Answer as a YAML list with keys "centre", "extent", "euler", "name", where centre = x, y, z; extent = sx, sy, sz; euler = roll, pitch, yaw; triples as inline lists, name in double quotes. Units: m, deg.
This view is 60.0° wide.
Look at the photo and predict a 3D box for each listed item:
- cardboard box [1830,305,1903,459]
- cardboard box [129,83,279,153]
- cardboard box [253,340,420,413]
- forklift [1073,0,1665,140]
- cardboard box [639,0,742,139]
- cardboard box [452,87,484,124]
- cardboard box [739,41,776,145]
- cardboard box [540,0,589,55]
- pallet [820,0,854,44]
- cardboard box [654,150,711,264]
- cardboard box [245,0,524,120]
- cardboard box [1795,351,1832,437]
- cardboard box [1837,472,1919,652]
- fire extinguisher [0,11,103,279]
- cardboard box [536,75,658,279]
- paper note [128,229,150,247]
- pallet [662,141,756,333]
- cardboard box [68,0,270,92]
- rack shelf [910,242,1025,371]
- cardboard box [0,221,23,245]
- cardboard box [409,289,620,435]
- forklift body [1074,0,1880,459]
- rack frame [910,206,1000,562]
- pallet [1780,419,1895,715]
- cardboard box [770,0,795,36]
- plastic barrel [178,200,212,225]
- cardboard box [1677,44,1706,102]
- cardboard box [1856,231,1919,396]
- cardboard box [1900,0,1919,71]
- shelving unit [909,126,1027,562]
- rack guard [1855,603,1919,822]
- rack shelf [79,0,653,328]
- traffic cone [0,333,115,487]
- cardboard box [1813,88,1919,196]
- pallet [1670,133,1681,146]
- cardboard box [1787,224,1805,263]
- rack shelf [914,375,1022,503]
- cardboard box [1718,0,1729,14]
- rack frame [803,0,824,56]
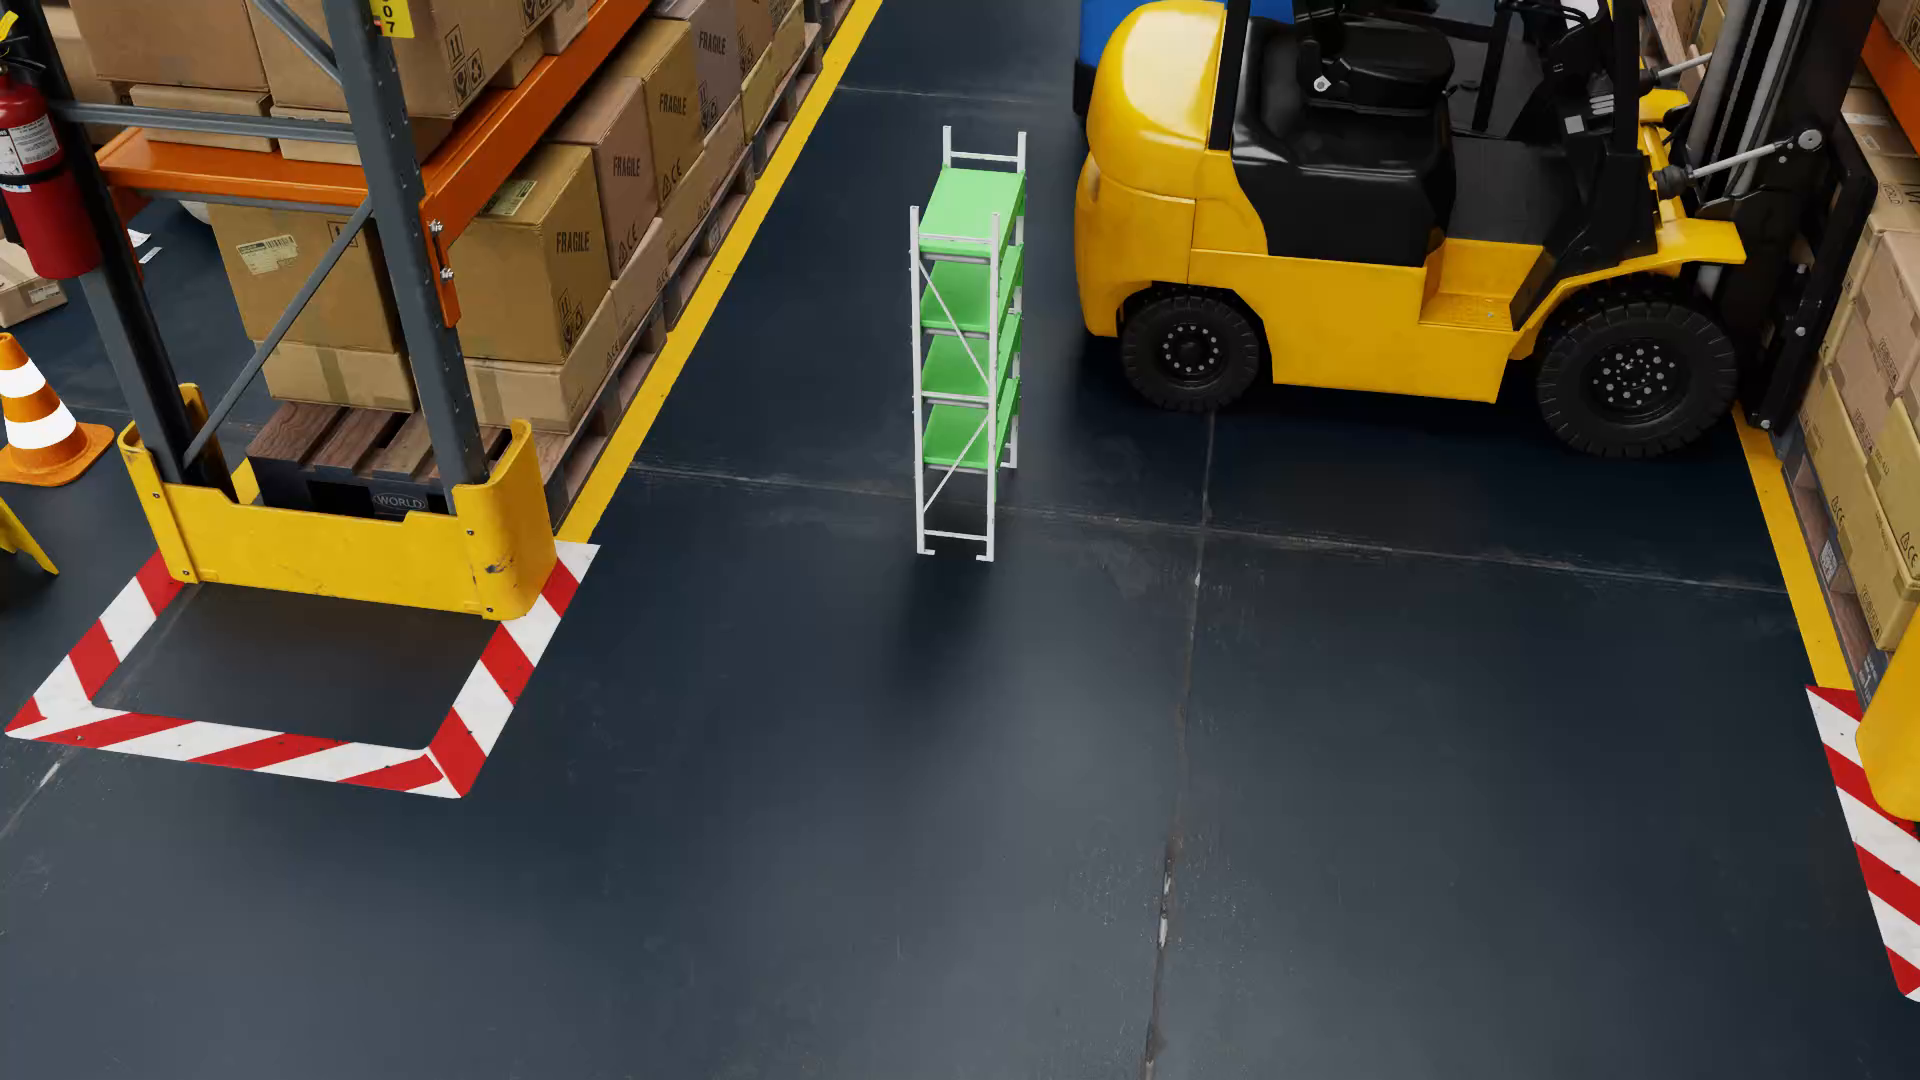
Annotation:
- centre: [2.902, -0.436, 4.860]
  extent: [0.500, 0.250, 0.500]
  euler: [6, 40, 7]
  name: "cardboard box"
- centre: [-2.007, -1.195, 4.538]
  extent: [0.380, 0.149, 0.250]
  euler: [8, 40, 9]
  name: "cardboard box"
- centre: [-1.982, -0.687, 5.555]
  extent: [0.500, 0.250, 0.500]
  euler: [6, 40, 7]
  name: "cardboard box"
- centre: [2.063, -2.856, 6.404]
  extent: [3.031, 2.935, 1.130]
  euler: [17, 43, 20]
  name: "forklift"
- centre: [-1.180, -1.894, 6.426]
  extent: [0.500, 0.500, 0.500]
  euler: [8, 40, 10]
  name: "cardboard box"
- centre: [-1.569, -1.287, 4.649]
  extent: [0.380, 0.149, 0.250]
  euler: [7, 40, 8]
  name: "cardboard box"
- centre: [-1.088, -1.910, 7.034]
  extent: [0.500, 0.250, 0.500]
  euler: [5, 40, 6]
  name: "cardboard box"
- centre: [-1.353, -1.598, 5.026]
  extent: [0.380, 0.149, 0.250]
  euler: [7, 40, 8]
  name: "cardboard box"
- centre: [-1.035, -2.957, 8.661]
  extent: [1.003, 0.211, 1.213]
  euler: [6, 40, 8]
  name: "pallet"
- centre: [-1.271, -1.274, 6.266]
  extent: [0.500, 0.250, 0.500]
  euler: [9, 40, 11]
  name: "cardboard box"
- centre: [-1.506, -1.453, 4.341]
  extent: [0.500, 0.500, 0.500]
  euler: [6, 40, 7]
  name: "cardboard box"
- centre: [2.990, -0.544, 5.382]
  extent: [0.500, 0.250, 0.500]
  euler: [7, 40, 8]
  name: "cardboard box"
- centre: [2.799, 0.080, 4.627]
  extent: [0.500, 0.250, 0.500]
  euler: [7, 40, 8]
  name: "cardboard box"
- centre: [-2.334, -0.982, 4.145]
  extent: [0.296, 0.674, 0.183]
  euler: [6, 40, 8]
  name: "fire extinguisher"
- centre: [-1.359, -1.244, 5.640]
  extent: [0.500, 0.500, 0.500]
  euler: [5, 40, 6]
  name: "cardboard box"
- centre: [-3.363, -1.214, 6.703]
  extent: [0.148, 0.019, 0.142]
  euler: [20, 44, 23]
  name: "paper note"
- centre: [-1.459, -1.275, 6.627]
  extent: [1.003, 0.211, 1.213]
  euler: [6, 40, 8]
  name: "pallet"
- centre: [-2.038, -1.557, 4.468]
  extent: [0.500, 0.500, 0.500]
  euler: [6, 40, 7]
  name: "cardboard box"
- centre: [0.029, -0.702, 4.881]
  extent: [0.258, 0.148, 0.480]
  euler: [6, 40, 8]
  name: "rack shelf"
- centre: [-4.050, -1.452, 6.612]
  extent: [0.797, 0.503, 0.637]
  euler: [-20, 44, -23]
  name: "cardboard box"
- centre: [-1.449, -0.611, 5.463]
  extent: [0.500, 0.250, 0.500]
  euler: [6, 40, 7]
  name: "cardboard box"
- centre: [1.560, -1.552, 5.439]
  extent: [2.313, 2.155, 1.214]
  euler: [6, 40, 8]
  name: "forklift body"
- centre: [-0.014, -0.413, 4.808]
  extent: [0.240, 1.200, 0.015]
  euler: [6, 40, 8]
  name: "rack frame"
- centre: [3.120, 0.102, 4.961]
  extent: [1.003, 0.211, 1.213]
  euler: [6, 40, 8]
  name: "pallet"
- centre: [-1.007, -2.534, 7.200]
  extent: [0.500, 0.500, 0.500]
  euler: [6, 40, 7]
  name: "cardboard box"
- centre: [-2.994, -1.503, 6.736]
  extent: [0.421, 0.421, 0.512]
  euler: [-28, 47, -30]
  name: "plastic barrel"
- centre: [3.311, -1.833, 6.942]
  extent: [0.500, 0.250, 0.500]
  euler: [7, 40, 8]
  name: "cardboard box"
- centre: [2.884, -0.620, 4.690]
  extent: [0.500, 0.250, 0.500]
  euler: [7, 40, 8]
  name: "cardboard box"
- centre: [3.042, -1.511, 4.645]
  extent: [0.500, 0.500, 0.500]
  euler: [6, 40, 7]
  name: "cardboard box"
- centre: [0.029, -0.566, 4.993]
  extent: [0.258, 1.200, 0.503]
  euler: [6, 40, 8]
  name: "shelving unit"
- centre: [3.025, 0.490, 4.265]
  extent: [1.175, 0.500, 0.348]
  euler: [6, 40, 8]
  name: "rack guard"
- centre: [-1.515, -2.011, 5.893]
  extent: [1.077, 0.370, 4.000]
  euler: [6, 40, 8]
  name: "rack shelf"
- centre: [-3.057, -0.467, 5.452]
  extent: [0.336, 0.463, 0.334]
  euler: [6, 40, 8]
  name: "traffic cone"
- centre: [3.056, -1.255, 5.458]
  extent: [0.500, 0.250, 0.500]
  euler: [6, 40, 7]
  name: "cardboard box"
- centre: [3.542, -1.429, 6.813]
  extent: [1.003, 0.211, 1.213]
  euler: [6, 40, 8]
  name: "pallet"
- centre: [3.061, -1.076, 5.634]
  extent: [0.500, 0.250, 0.500]
  euler: [6, 40, 8]
  name: "cardboard box"
- centre: [0.029, -0.332, 5.187]
  extent: [0.258, 0.148, 0.480]
  euler: [6, 40, 8]
  name: "rack shelf"
- centre: [3.328, -2.217, 6.621]
  extent: [0.500, 0.250, 0.500]
  euler: [6, 40, 7]
  name: "cardboard box"
- centre: [-1.169, -3.543, 7.182]
  extent: [1.000, 3.000, 0.127]
  euler: [6, 40, 8]
  name: "rack frame"
